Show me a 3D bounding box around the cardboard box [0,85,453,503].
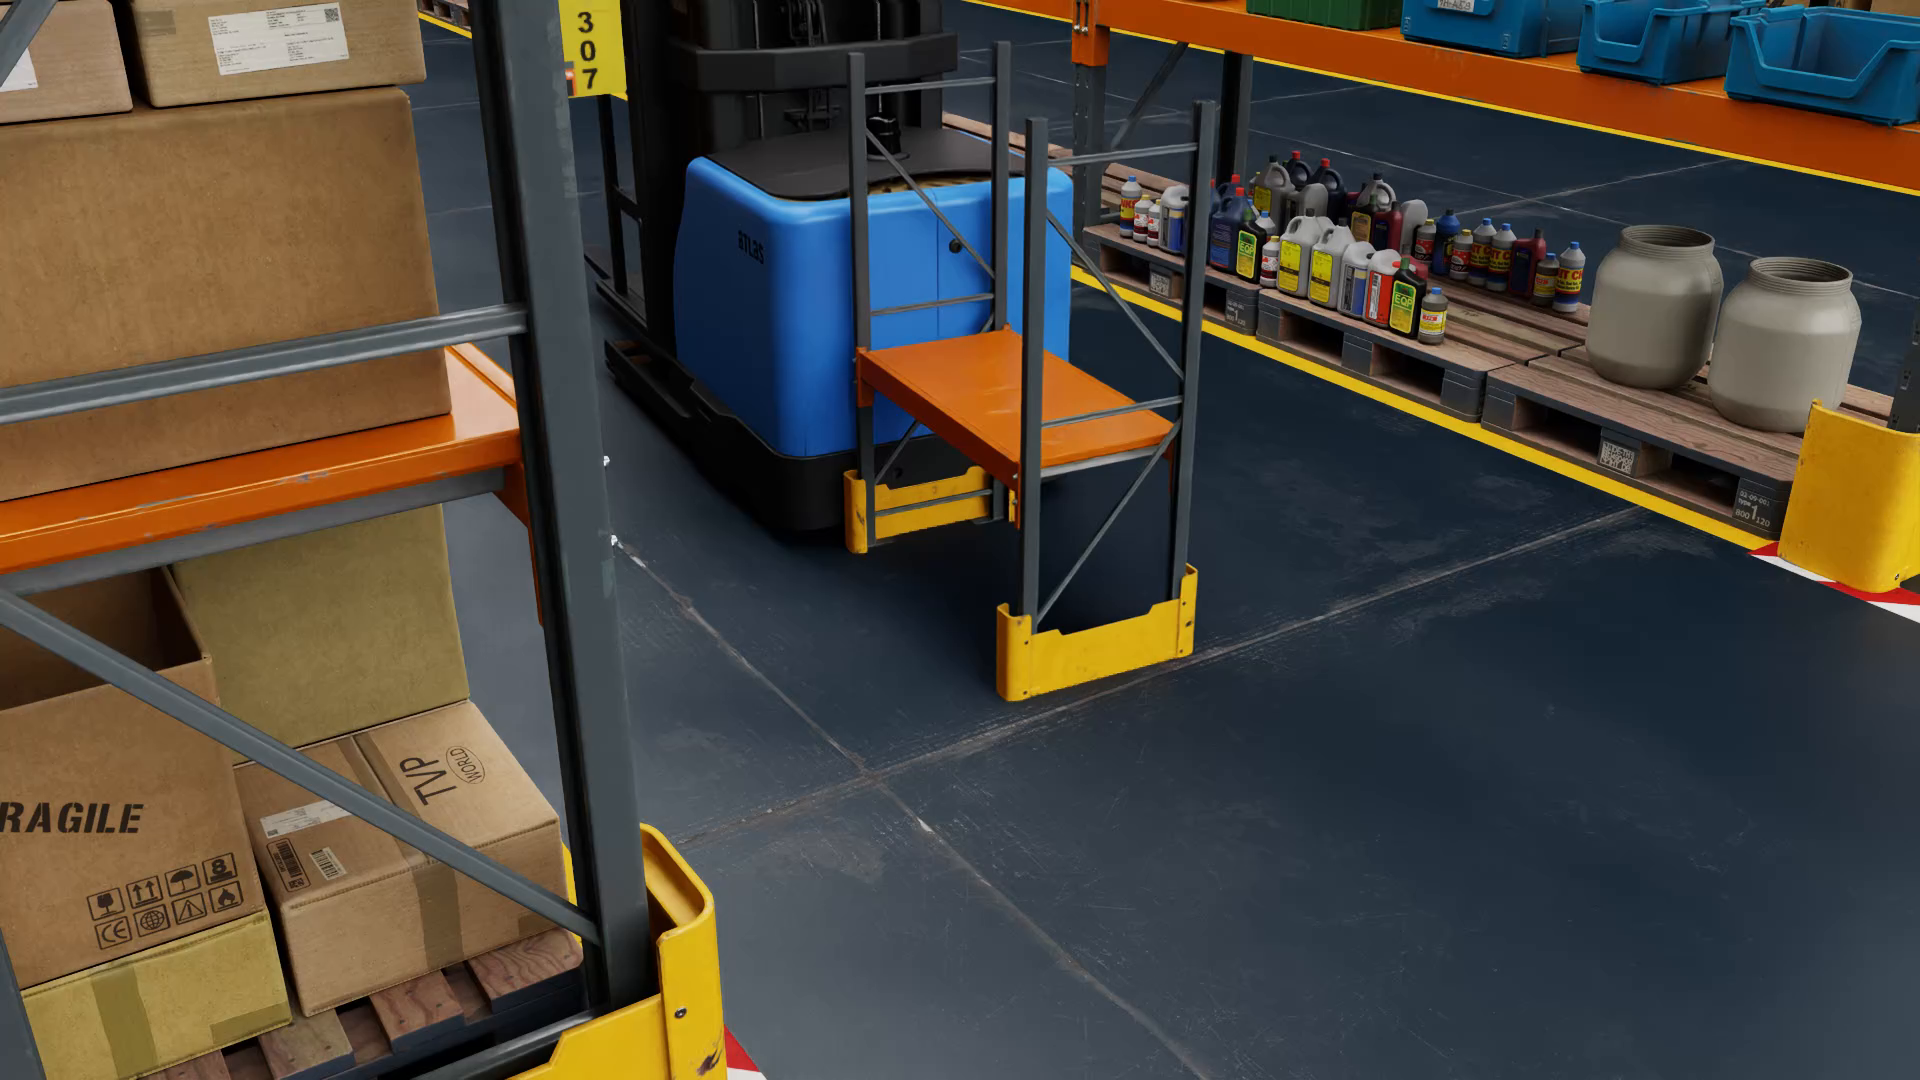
[{"bbox_3d":[-1.228,-0.432,2.535,0.700,0.500,0.500,-16,29,-30],"label":"cardboard box"}]

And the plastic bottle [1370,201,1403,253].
[{"bbox_3d":[1.856,-1.340,7.241,0.061,0.283,0.133,-16,29,-30],"label":"plastic bottle"}]

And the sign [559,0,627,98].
[{"bbox_3d":[-0.515,-0.772,2.264,0.100,0.325,0.005,-16,29,-30],"label":"sign"}]

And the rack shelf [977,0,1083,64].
[{"bbox_3d":[-0.107,-3.191,9.338,1.077,0.370,4.000,-16,29,-30],"label":"rack shelf"}]

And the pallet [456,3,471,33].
[{"bbox_3d":[-3.816,-4.655,14.864,1.003,0.211,1.213,-16,29,-30],"label":"pallet"}]

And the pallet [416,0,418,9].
[{"bbox_3d":[-5.148,-5.528,16.712,1.003,0.211,1.213,-16,29,-30],"label":"pallet"}]

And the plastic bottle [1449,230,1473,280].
[{"bbox_3d":[2.144,-1.219,7.080,0.097,0.201,0.097,0,25,0],"label":"plastic bottle"}]

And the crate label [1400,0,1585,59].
[{"bbox_3d":[1.937,-1.981,5.892,0.502,0.435,0.616,-16,29,-30],"label":"crate label"}]

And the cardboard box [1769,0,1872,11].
[{"bbox_3d":[7.899,-5.127,14.741,1.050,0.750,0.750,-15,29,-29],"label":"cardboard box"}]

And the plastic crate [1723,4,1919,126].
[{"bbox_3d":[2.645,-1.412,4.902,0.499,0.251,0.616,-16,29,-30],"label":"plastic crate"}]

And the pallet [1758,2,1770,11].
[{"bbox_3d":[7.530,-4.945,15.478,1.003,0.211,1.213,-16,29,-30],"label":"pallet"}]

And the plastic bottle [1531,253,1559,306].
[{"bbox_3d":[2.384,-1.062,6.748,0.097,0.201,0.097,0,25,0],"label":"plastic bottle"}]

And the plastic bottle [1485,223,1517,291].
[{"bbox_3d":[2.253,-1.179,6.914,0.097,0.271,0.097,0,25,0],"label":"plastic bottle"}]

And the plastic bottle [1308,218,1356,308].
[{"bbox_3d":[1.515,-1.130,6.718,0.144,0.351,0.185,-14,29,-27],"label":"plastic bottle"}]

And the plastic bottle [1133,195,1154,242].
[{"bbox_3d":[0.847,-1.482,7.638,0.097,0.201,0.097,0,25,0],"label":"plastic bottle"}]

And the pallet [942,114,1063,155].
[{"bbox_3d":[-0.146,-2.248,9.766,1.003,0.211,1.213,-16,29,-30],"label":"pallet"}]

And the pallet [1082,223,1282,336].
[{"bbox_3d":[1.317,-1.290,7.735,1.003,0.211,1.213,-16,29,-30],"label":"pallet"}]

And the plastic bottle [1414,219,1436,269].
[{"bbox_3d":[2.032,-1.292,7.236,0.097,0.201,0.097,0,25,0],"label":"plastic bottle"}]

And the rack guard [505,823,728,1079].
[{"bbox_3d":[-0.970,0.922,2.712,1.175,0.500,0.348,-16,29,-30],"label":"rack guard"}]

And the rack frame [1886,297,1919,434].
[{"bbox_3d":[3.169,-1.370,4.638,1.000,3.000,0.127,-16,29,-30],"label":"rack frame"}]

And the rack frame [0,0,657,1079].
[{"bbox_3d":[-0.983,-0.217,2.196,1.000,3.000,0.127,-16,29,-30],"label":"rack frame"}]

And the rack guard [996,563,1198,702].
[{"bbox_3d":[0.369,0.242,4.445,0.587,0.250,0.087,-12,28,-24],"label":"rack guard"}]

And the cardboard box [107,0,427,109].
[{"bbox_3d":[-1.017,-0.746,2.440,0.380,0.149,0.250,-16,30,-30],"label":"cardboard box"}]

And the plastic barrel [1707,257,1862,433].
[{"bbox_3d":[2.746,-0.653,5.541,0.421,0.512,0.421,0,25,0],"label":"plastic barrel"}]

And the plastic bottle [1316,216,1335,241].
[{"bbox_3d":[1.524,-1.207,6.967,0.152,0.276,0.135,-16,29,-30],"label":"plastic bottle"}]

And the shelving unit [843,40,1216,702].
[{"bbox_3d":[0.142,-0.513,4.579,0.587,1.500,1.083,-12,28,-24],"label":"shelving unit"}]

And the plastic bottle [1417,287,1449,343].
[{"bbox_3d":[1.799,-0.858,6.317,0.097,0.201,0.097,0,25,0],"label":"plastic bottle"}]

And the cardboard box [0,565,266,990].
[{"bbox_3d":[-1.525,0.375,2.793,0.500,0.500,0.500,-16,29,-30],"label":"cardboard box"}]

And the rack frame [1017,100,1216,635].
[{"bbox_3d":[0.377,-0.316,4.162,0.500,1.500,0.032,-12,28,-24],"label":"rack frame"}]

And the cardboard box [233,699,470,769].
[{"bbox_3d":[-1.366,0.415,3.587,0.500,0.250,0.500,-16,29,-30],"label":"cardboard box"}]

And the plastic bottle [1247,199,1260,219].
[{"bbox_3d":[1.259,-1.357,7.291,0.097,0.271,0.097,0,25,0],"label":"plastic bottle"}]

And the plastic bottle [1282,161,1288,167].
[{"bbox_3d":[1.524,-1.676,7.953,0.061,0.283,0.133,-14,29,-27],"label":"plastic bottle"}]

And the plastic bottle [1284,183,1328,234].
[{"bbox_3d":[1.573,-1.493,7.573,0.152,0.276,0.135,-16,29,-30],"label":"plastic bottle"}]

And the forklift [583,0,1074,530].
[{"bbox_3d":[-0.748,-1.952,5.951,1.130,2.935,3.031,-12,28,-24],"label":"forklift"}]

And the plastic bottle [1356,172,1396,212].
[{"bbox_3d":[1.859,-1.454,7.405,0.144,0.351,0.185,-16,29,-30],"label":"plastic bottle"}]

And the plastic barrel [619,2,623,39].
[{"bbox_3d":[-2.479,-4.052,12.743,0.421,0.512,0.421,0,25,0],"label":"plastic barrel"}]

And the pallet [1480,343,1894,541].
[{"bbox_3d":[2.649,-0.417,5.886,1.003,0.211,1.213,-16,29,-30],"label":"pallet"}]

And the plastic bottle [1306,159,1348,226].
[{"bbox_3d":[1.683,-1.570,7.650,0.144,0.351,0.185,-17,30,-32],"label":"plastic bottle"}]

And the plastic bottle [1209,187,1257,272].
[{"bbox_3d":[1.181,-1.349,7.181,0.144,0.351,0.185,-17,30,-32],"label":"plastic bottle"}]

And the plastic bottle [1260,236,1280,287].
[{"bbox_3d":[1.316,-1.175,6.987,0.097,0.201,0.097,0,25,0],"label":"plastic bottle"}]

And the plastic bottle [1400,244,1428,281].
[{"bbox_3d":[1.773,-1.017,6.557,0.061,0.283,0.133,-16,29,-30],"label":"plastic bottle"}]

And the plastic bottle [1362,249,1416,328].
[{"bbox_3d":[1.684,-0.989,6.506,0.152,0.276,0.135,-15,29,-29],"label":"plastic bottle"}]

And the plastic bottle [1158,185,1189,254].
[{"bbox_3d":[0.991,-1.443,7.467,0.152,0.276,0.135,-14,29,-28],"label":"plastic bottle"}]
